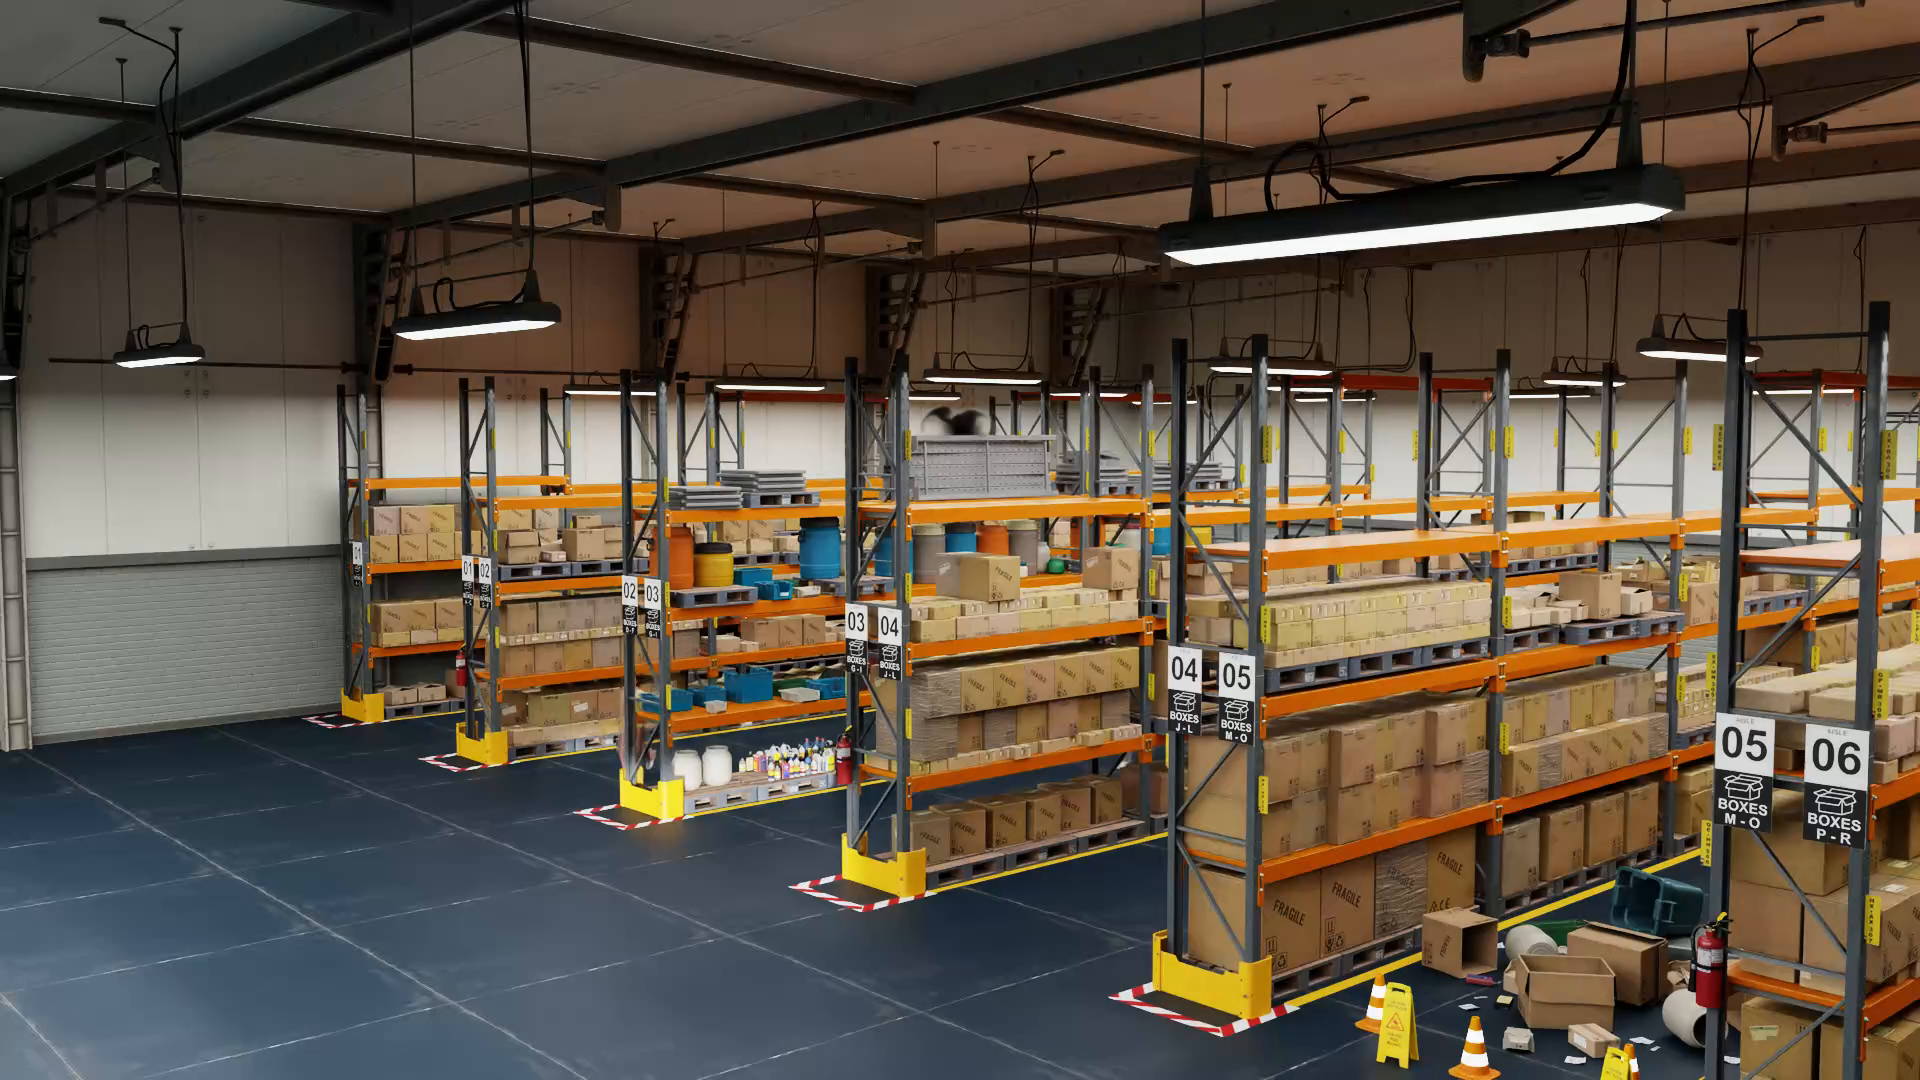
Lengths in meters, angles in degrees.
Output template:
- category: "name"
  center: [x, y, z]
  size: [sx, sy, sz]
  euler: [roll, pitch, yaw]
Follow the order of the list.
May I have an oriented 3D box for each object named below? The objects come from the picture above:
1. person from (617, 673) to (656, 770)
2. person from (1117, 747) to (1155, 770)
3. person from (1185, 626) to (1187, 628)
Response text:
- category: "person"
  center: [-4.794, 2.706, 24.514]
  size: [0.564, 1.562, 0.737]
  euler: [1, 4, 19]
- category: "person"
  center: [2.747, 2.676, 25.716]
  size: [0.564, 1.661, 1.006]
  euler: [4, 5, 43]
- category: "person"
  center: [4.898, 2.025, 34.819]
  size: [0.679, 1.687, 0.577]
  euler: [3, 5, 40]
